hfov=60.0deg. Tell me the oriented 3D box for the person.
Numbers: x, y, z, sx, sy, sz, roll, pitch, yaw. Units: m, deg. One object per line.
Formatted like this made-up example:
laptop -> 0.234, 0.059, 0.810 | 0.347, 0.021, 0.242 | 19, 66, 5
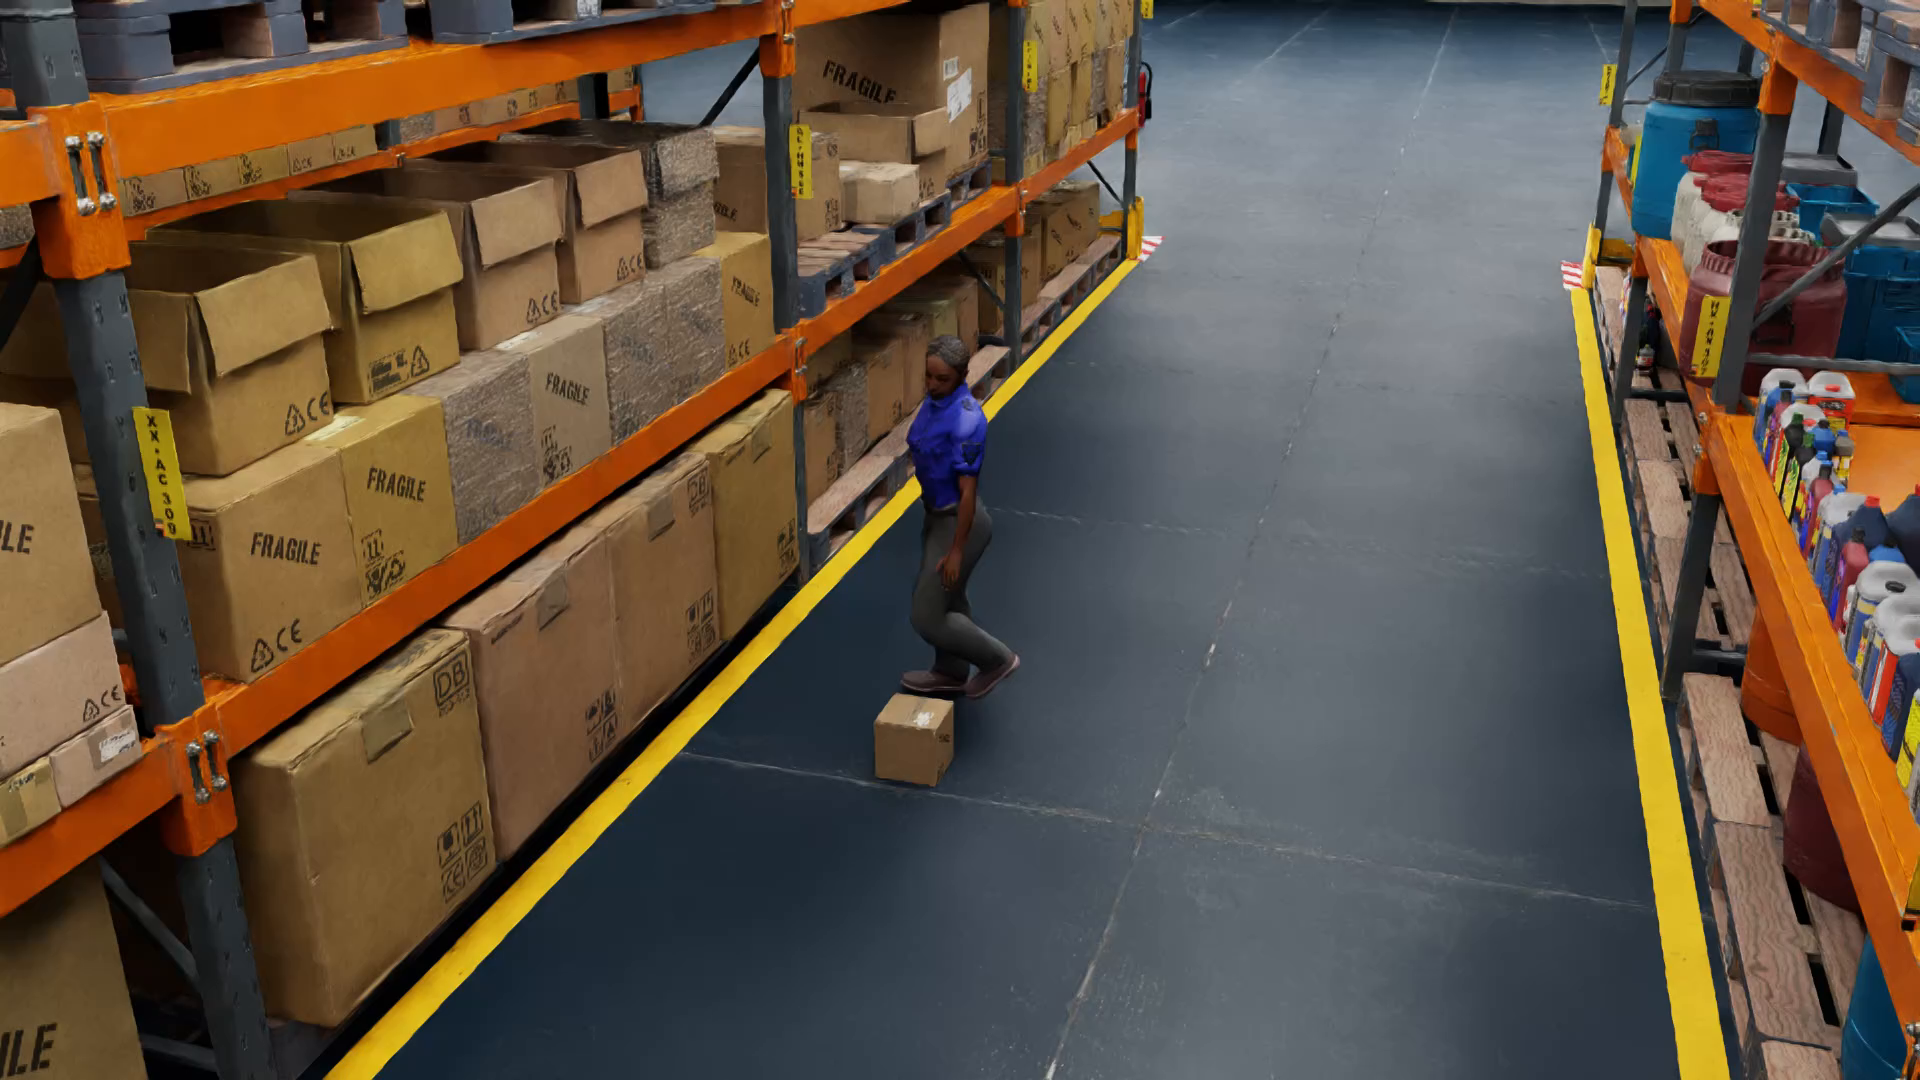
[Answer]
person -> -0.003, -0.056, 6.713 | 0.475, 1.639, 0.564 | -5, 23, -13
